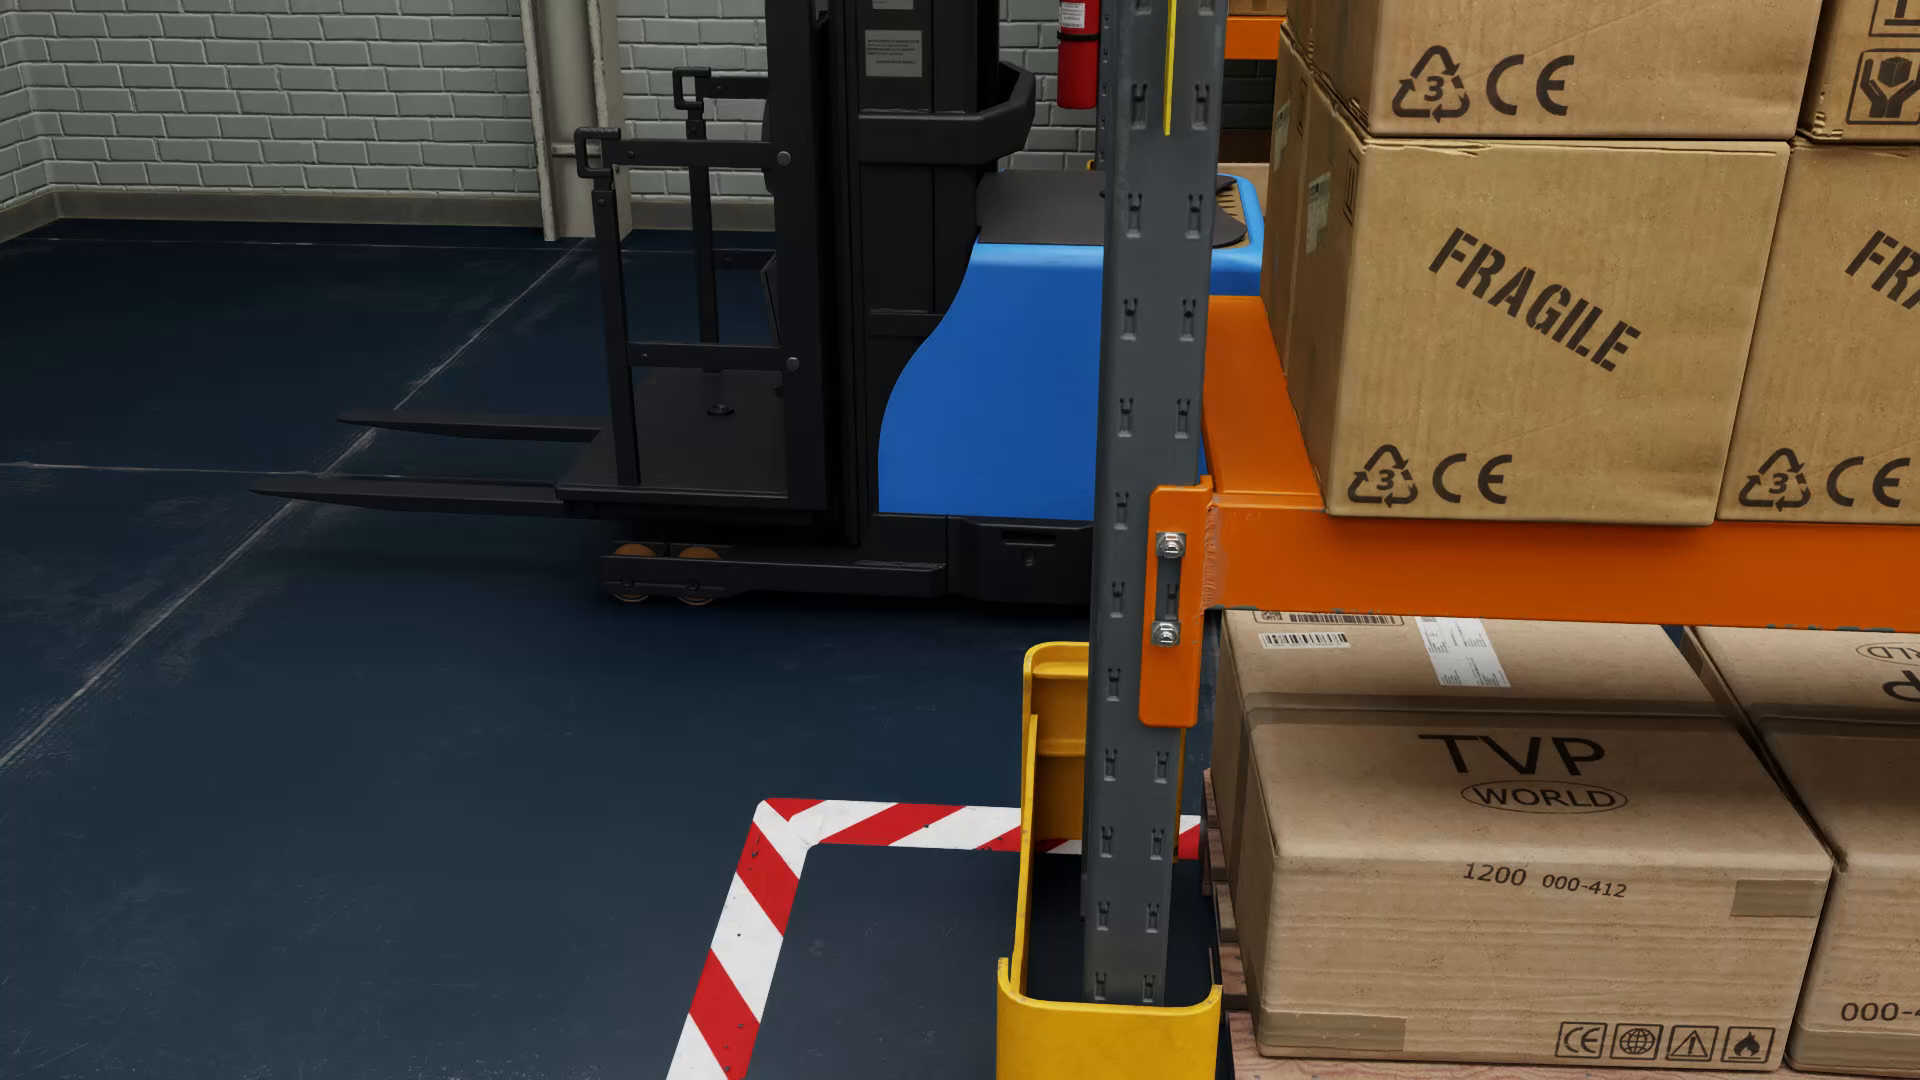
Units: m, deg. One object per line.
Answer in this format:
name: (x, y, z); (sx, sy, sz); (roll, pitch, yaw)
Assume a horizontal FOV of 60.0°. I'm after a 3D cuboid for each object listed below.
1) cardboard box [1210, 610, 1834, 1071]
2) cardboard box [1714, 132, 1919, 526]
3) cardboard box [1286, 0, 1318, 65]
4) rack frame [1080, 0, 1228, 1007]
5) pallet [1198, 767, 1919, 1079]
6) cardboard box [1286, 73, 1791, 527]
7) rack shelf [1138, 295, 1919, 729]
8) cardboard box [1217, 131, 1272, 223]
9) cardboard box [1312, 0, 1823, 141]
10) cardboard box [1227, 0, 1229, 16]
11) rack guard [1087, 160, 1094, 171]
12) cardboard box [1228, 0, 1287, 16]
cardboard box: (0.960, 0.511, 3.113); (0.875, 0.438, 0.875); (1, 25, 2)
cardboard box: (1.258, -0.347, 2.297); (0.500, 0.500, 0.500); (1, 25, 3)
cardboard box: (0.794, -1.025, 2.573); (0.500, 0.500, 0.500); (3, 25, 6)
rack frame: (0.295, -0.441, 2.621); (0.127, 3.000, 1.000); (2, 25, 4)
pallet: (1.098, 0.818, 3.219); (1.213, 0.211, 1.003); (2, 25, 4)
cardboard box: (0.751, -0.352, 2.307); (0.500, 0.500, 0.500); (2, 25, 4)
rack shelf: (2.289, -0.051, 2.632); (4.000, 0.370, 1.077); (2, 25, 4)
cardboard box: (1.274, -1.508, 7.423); (0.637, 0.503, 0.797); (1, 25, 2)
cardboard box: (0.752, -0.807, 2.100); (0.500, 0.500, 0.500); (1, 25, 3)
cardboard box: (0.978, -2.271, 6.898); (0.250, 0.149, 0.380); (2, 25, 4)
rack guard: (0.747, -1.372, 7.634); (0.348, 0.500, 1.175); (2, 25, 4)
cardboard box: (1.235, -2.283, 6.923); (0.250, 0.149, 0.380); (2, 25, 5)
